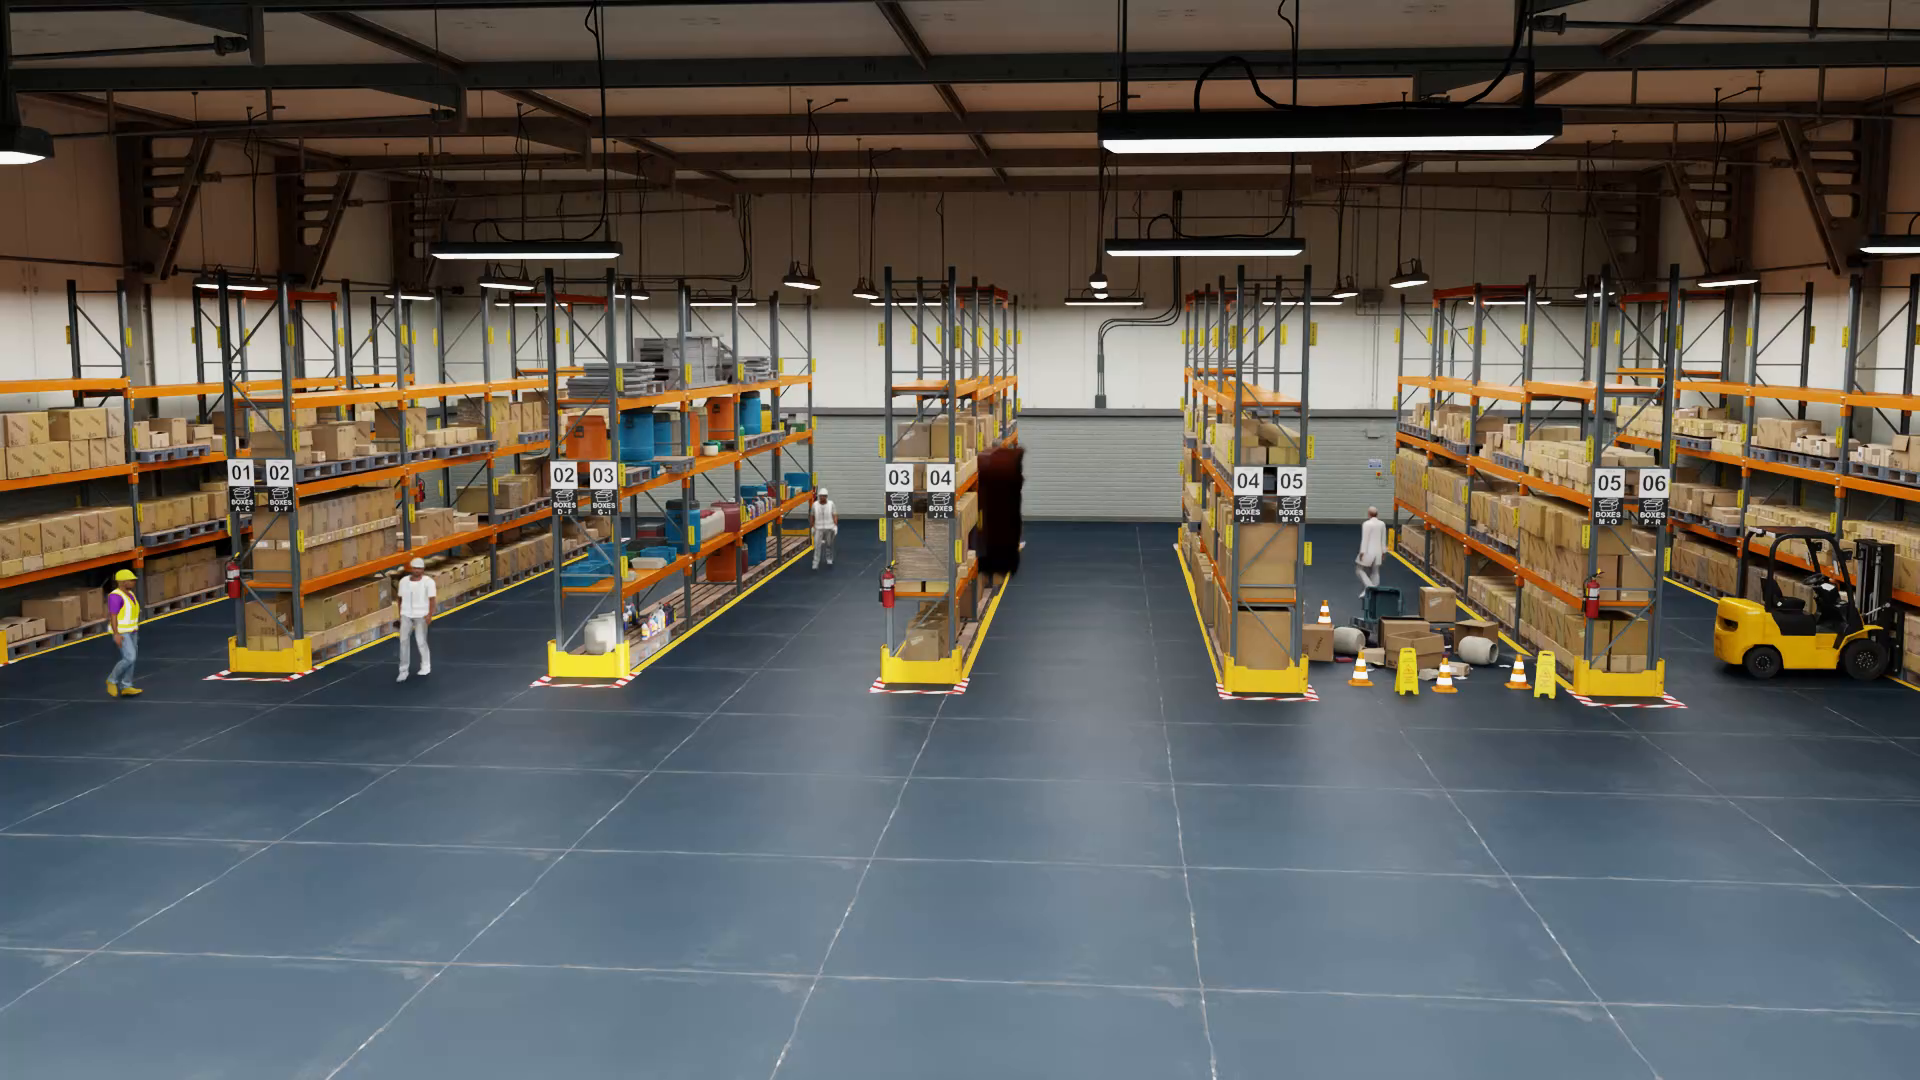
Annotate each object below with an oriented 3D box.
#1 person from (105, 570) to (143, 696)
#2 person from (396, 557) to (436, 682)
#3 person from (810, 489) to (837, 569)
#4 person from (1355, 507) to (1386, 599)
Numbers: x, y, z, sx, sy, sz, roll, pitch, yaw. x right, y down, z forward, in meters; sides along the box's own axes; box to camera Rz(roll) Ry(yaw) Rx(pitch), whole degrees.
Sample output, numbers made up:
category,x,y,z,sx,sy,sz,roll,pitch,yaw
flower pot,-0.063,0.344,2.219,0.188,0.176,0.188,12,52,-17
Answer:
category,x,y,z,sx,sy,sz,roll,pitch,yaw
person,-11.698,1.294,23.233,0.481,1.763,0.604,0,7,1
person,-8.068,1.170,24.531,0.595,1.789,0.685,0,7,-1
person,-2.958,-0.261,36.076,0.609,1.711,1.087,0,7,0
person,7.898,0.253,31.840,0.638,1.779,0.532,-3,8,-25
